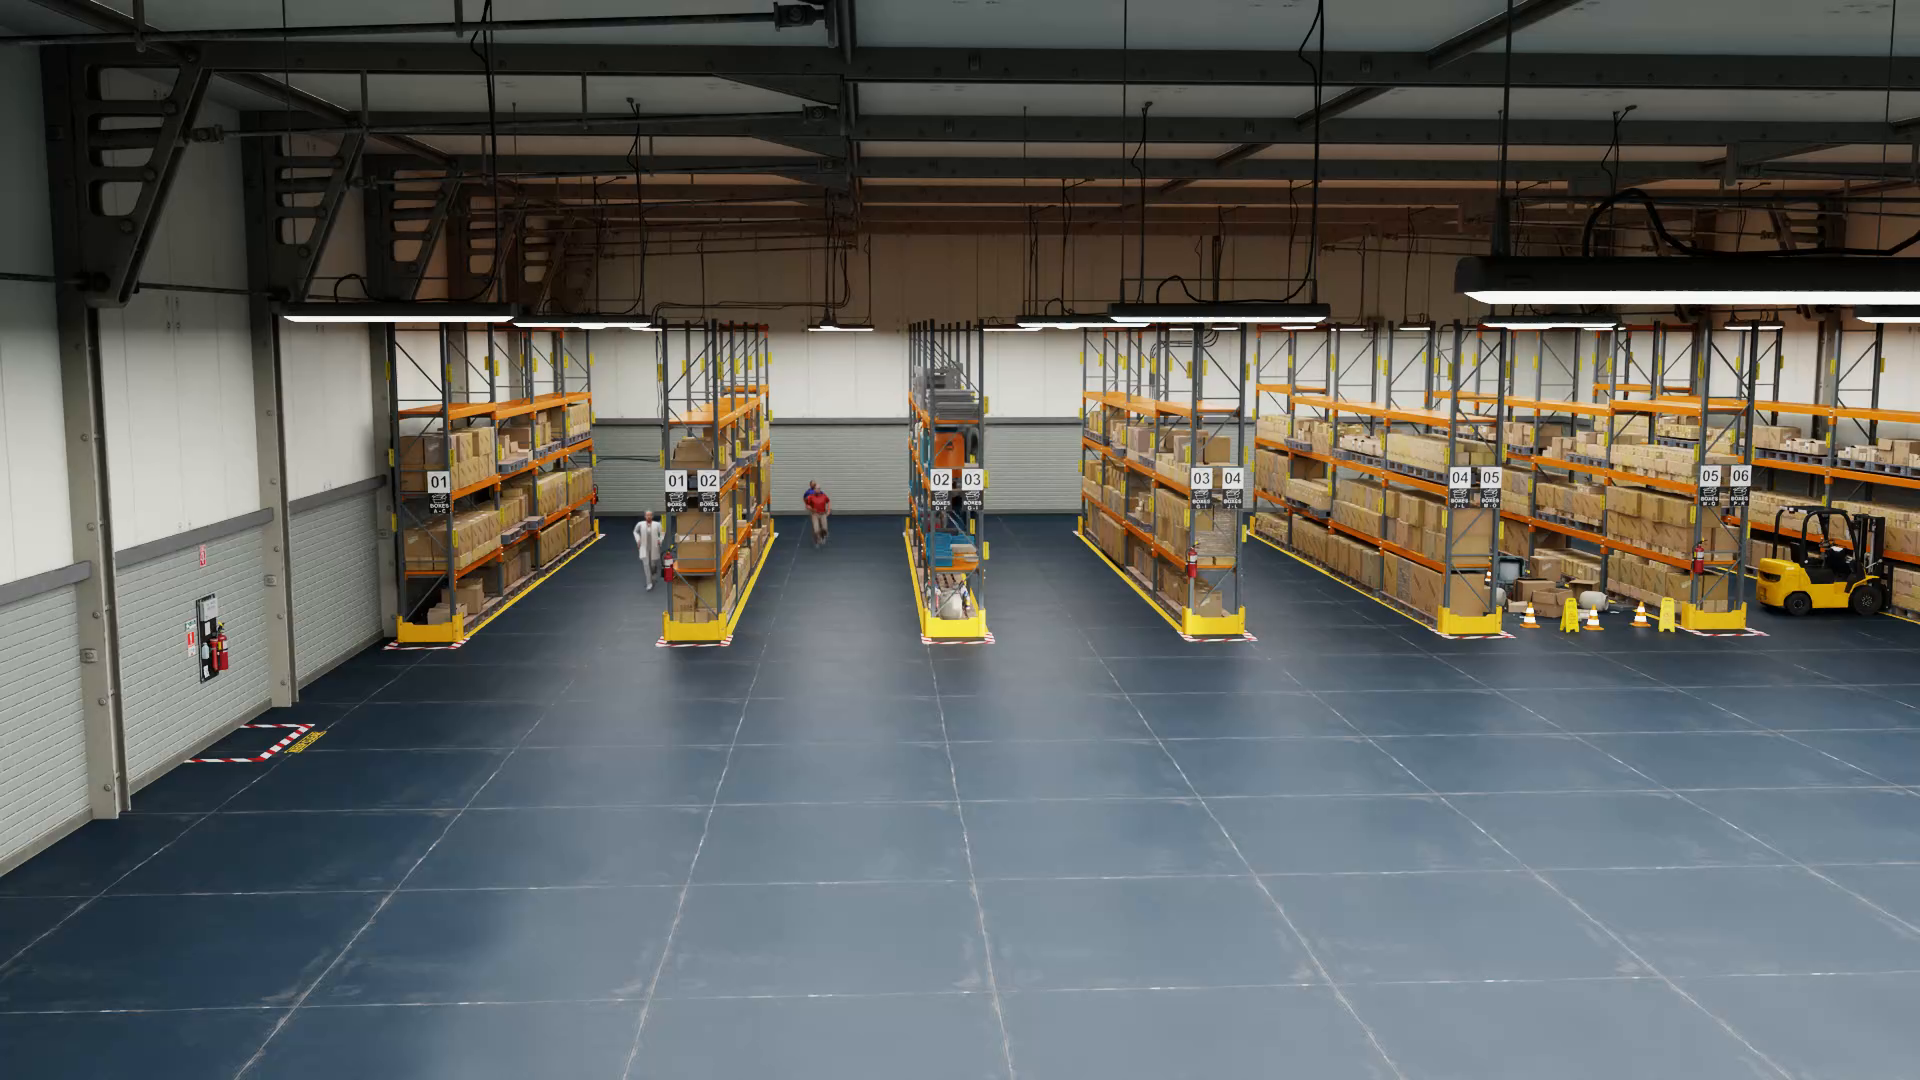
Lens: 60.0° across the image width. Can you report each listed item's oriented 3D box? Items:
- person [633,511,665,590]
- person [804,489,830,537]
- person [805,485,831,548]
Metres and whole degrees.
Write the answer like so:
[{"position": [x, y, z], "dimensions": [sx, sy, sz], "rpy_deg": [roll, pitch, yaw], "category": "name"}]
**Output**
[{"position": [-7.051, 0.210, 37.725], "dimensions": [0.711, 1.769, 0.899], "rpy_deg": [-1, 7, -9], "category": "person"}, {"position": [-4.125, -0.801, 47.288], "dimensions": [0.621, 1.414, 0.843], "rpy_deg": [-4, 8, -29], "category": "person"}, {"position": [-3.782, -0.620, 44.564], "dimensions": [0.716, 1.697, 0.554], "rpy_deg": [-2, 7, -14], "category": "person"}]
